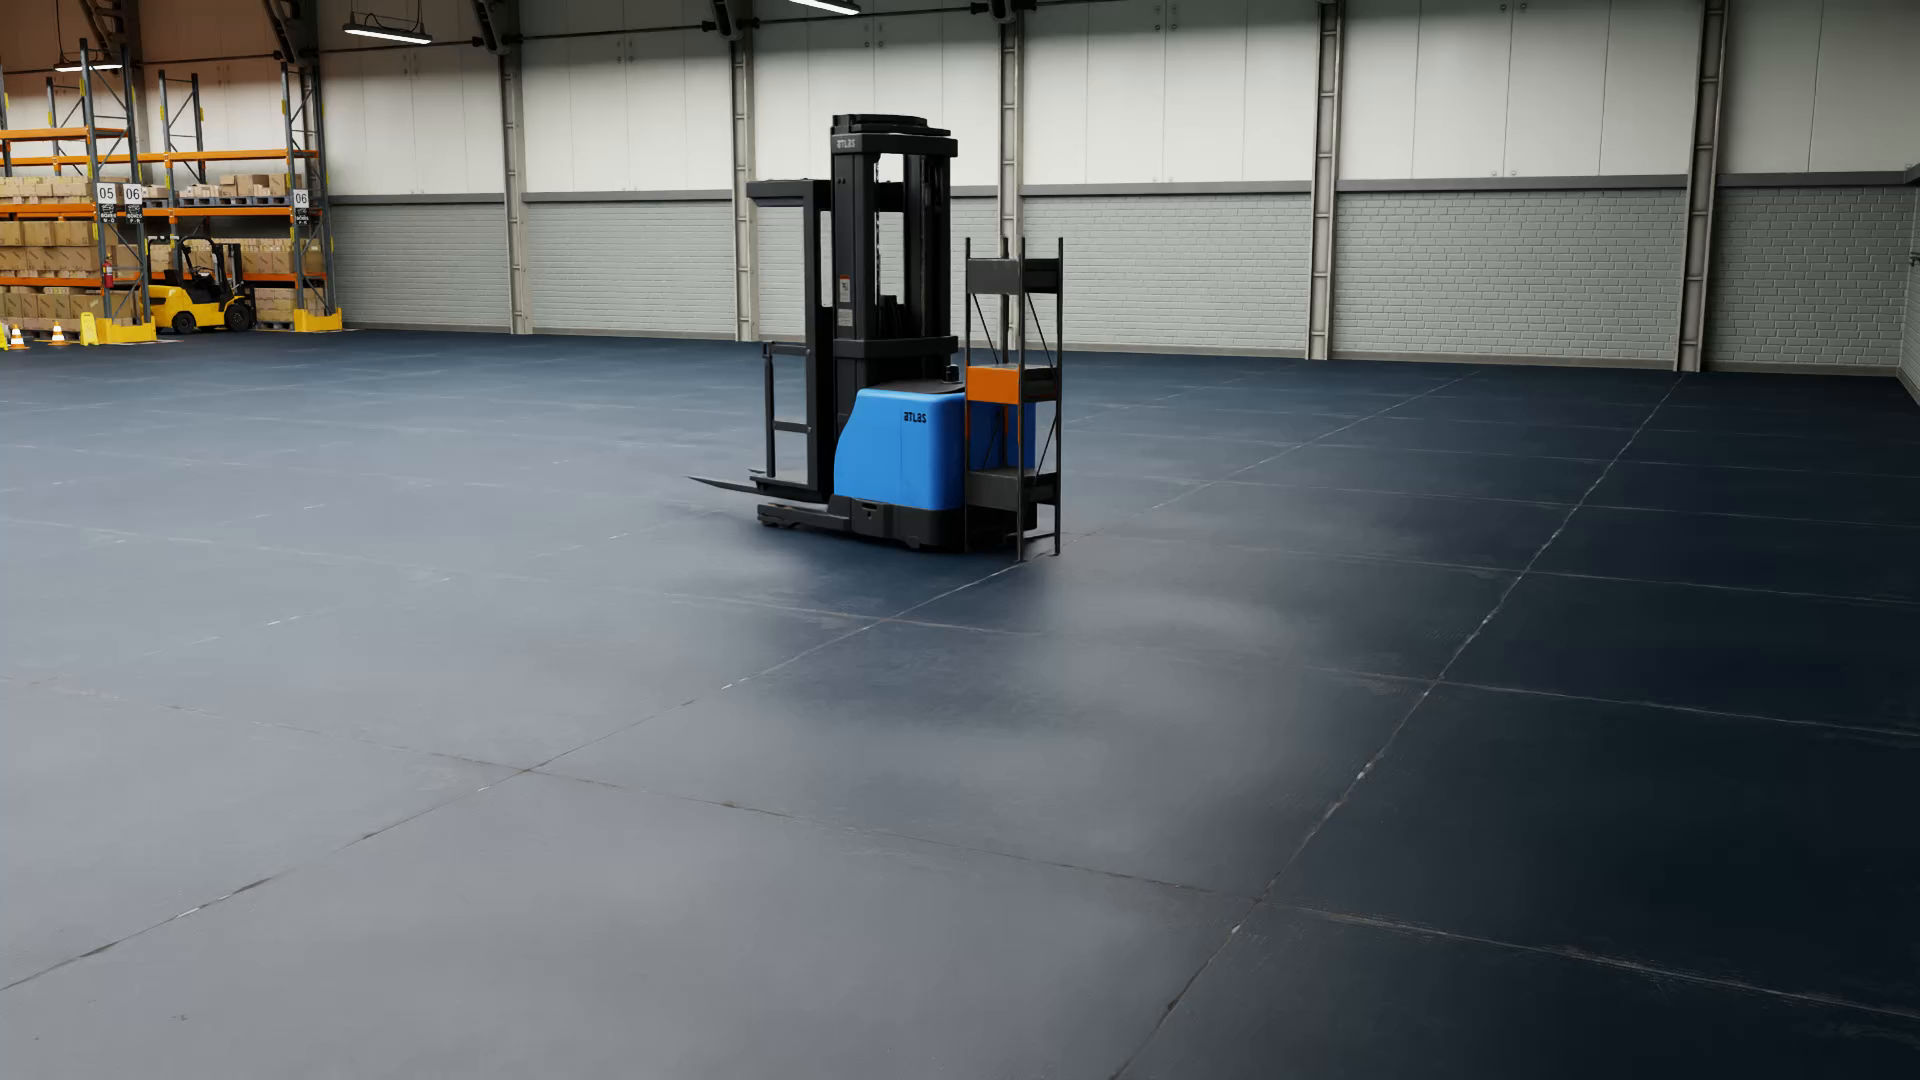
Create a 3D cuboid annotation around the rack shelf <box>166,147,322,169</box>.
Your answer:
[{"bbox_3d":[-16.755,-8.927,38.928,4.000,0.370,1.077,5,11,26],"label":"rack shelf"}]

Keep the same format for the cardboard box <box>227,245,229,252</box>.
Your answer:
[{"bbox_3d":[-17.001,-6.859,39.105,0.250,0.149,0.380,5,11,25],"label":"cardboard box"}]

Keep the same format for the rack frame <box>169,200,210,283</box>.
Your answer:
[{"bbox_3d":[-18.548,-6.683,40.233,0.127,3.000,1.000,5,11,26],"label":"rack frame"}]

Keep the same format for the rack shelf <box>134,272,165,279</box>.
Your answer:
[{"bbox_3d":[-20.342,-6.487,41.168,4.000,0.370,1.077,5,11,26],"label":"rack shelf"}]

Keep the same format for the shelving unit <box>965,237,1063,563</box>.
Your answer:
[{"bbox_3d":[0.352,-0.938,11.019,0.503,2.100,0.431,10,14,44],"label":"shelving unit"}]

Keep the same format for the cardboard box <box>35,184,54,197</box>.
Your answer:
[{"bbox_3d":[-18.650,-7.201,34.256,0.500,0.250,0.500,5,12,27],"label":"cardboard box"}]

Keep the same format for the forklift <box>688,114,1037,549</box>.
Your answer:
[{"bbox_3d":[-0.857,-1.580,12.232,3.031,2.935,1.130,10,14,44],"label":"forklift"}]

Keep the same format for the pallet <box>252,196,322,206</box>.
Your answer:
[{"bbox_3d":[-15.584,-7.860,38.563,1.213,0.211,1.003,5,11,26],"label":"pallet"}]

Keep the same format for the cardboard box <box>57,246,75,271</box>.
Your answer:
[{"bbox_3d":[-18.210,-5.809,34.290,0.500,0.500,0.500,5,11,26],"label":"cardboard box"}]

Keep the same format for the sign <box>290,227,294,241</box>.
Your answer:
[{"bbox_3d":[-15.214,-6.969,37.895,0.005,0.325,0.100,5,11,26],"label":"sign"}]

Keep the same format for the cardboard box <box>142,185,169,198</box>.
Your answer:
[{"bbox_3d":[-19.305,-8.389,40.028,0.500,0.311,0.500,5,11,24],"label":"cardboard box"}]

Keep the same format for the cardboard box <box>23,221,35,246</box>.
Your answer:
[{"bbox_3d":[-19.048,-6.394,34.713,0.500,0.500,0.700,5,11,25],"label":"cardboard box"}]

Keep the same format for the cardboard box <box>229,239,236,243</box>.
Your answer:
[{"bbox_3d":[-16.972,-7.020,39.156,0.250,0.149,0.380,5,11,26],"label":"cardboard box"}]

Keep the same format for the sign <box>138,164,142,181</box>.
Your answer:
[{"bbox_3d":[-16.914,-7.568,34.244,0.005,0.325,0.100,5,11,26],"label":"sign"}]

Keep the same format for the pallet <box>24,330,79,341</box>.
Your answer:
[{"bbox_3d":[-19.025,-4.375,35.309,1.213,0.211,1.003,5,11,26],"label":"pallet"}]

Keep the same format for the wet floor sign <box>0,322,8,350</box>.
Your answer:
[{"bbox_3d":[-18.351,-3.932,31.642,0.232,0.644,0.267,3,11,16],"label":"wet floor sign"}]

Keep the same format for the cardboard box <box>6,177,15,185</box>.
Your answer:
[{"bbox_3d":[-19.655,-7.483,34.699,0.250,0.149,0.380,5,11,24],"label":"cardboard box"}]

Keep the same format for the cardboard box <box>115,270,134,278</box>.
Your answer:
[{"bbox_3d":[-17.367,-5.511,34.463,0.250,0.149,0.380,5,11,26],"label":"cardboard box"}]

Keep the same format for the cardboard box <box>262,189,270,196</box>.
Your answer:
[{"bbox_3d":[-15.838,-7.993,38.293,0.250,0.149,0.380,5,11,24],"label":"cardboard box"}]

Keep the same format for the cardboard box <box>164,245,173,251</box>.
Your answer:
[{"bbox_3d":[-18.953,-7.043,40.119,0.250,0.149,0.380,5,12,28],"label":"cardboard box"}]

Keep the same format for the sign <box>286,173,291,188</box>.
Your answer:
[{"bbox_3d":[-15.214,-8.155,37.680,0.005,0.325,0.100,5,11,26],"label":"sign"}]

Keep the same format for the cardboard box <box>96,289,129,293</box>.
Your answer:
[{"bbox_3d":[-20.992,-5.935,41.588,0.625,0.625,0.875,5,12,28],"label":"cardboard box"}]

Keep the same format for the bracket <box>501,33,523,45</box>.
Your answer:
[{"bbox_3d":[-9.591,-10.728,35.629,0.430,0.232,0.235,5,11,26],"label":"bracket"}]

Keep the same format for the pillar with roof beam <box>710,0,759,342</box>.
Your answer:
[{"bbox_3d":[-6.330,-7.885,30.032,0.548,9.000,9.100,5,11,26],"label":"pillar with roof beam"}]

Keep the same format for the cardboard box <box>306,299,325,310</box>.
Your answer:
[{"bbox_3d":[-15.291,-5.538,39.043,0.500,0.250,0.500,5,12,27],"label":"cardboard box"}]

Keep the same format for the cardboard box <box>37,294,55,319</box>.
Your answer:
[{"bbox_3d":[-18.907,-4.900,34.819,0.500,0.500,0.500,5,11,24],"label":"cardboard box"}]

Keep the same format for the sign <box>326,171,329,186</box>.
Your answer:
[{"bbox_3d":[-14.710,-8.401,38.627,0.005,0.325,0.100,5,11,26],"label":"sign"}]

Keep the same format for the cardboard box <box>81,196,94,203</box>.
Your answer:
[{"bbox_3d":[-17.598,-6.911,33.774,0.250,0.149,0.380,5,11,26],"label":"cardboard box"}]

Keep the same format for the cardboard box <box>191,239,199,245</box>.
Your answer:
[{"bbox_3d":[-18.111,-7.122,39.721,0.250,0.149,0.380,5,11,27],"label":"cardboard box"}]

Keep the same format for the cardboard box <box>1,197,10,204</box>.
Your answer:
[{"bbox_3d":[-19.882,-7.121,34.937,0.250,0.149,0.380,5,12,28],"label":"cardboard box"}]

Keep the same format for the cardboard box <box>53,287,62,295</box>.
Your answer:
[{"bbox_3d":[-18.571,-5.177,34.524,0.250,0.149,0.380,5,12,27],"label":"cardboard box"}]

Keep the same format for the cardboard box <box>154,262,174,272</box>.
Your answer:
[{"bbox_3d":[-19.116,-6.607,40.235,0.500,0.250,0.500,5,12,27],"label":"cardboard box"}]

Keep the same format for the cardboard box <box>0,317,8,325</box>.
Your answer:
[{"bbox_3d":[-20.331,-4.654,35.564,0.500,0.250,0.500,4,11,23],"label":"cardboard box"}]

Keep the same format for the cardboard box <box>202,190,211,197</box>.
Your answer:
[{"bbox_3d":[-17.591,-8.147,39.144,0.250,0.149,0.380,5,12,28],"label":"cardboard box"}]

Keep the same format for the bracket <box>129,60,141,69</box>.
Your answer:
[{"bbox_3d":[-20.352,-11.673,40.854,0.430,0.232,0.235,5,11,26],"label":"bracket"}]

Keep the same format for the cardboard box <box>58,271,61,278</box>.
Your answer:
[{"bbox_3d":[-18.492,-5.530,34.570,0.250,0.149,0.380,5,11,27],"label":"cardboard box"}]

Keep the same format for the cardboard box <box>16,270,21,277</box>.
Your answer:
[{"bbox_3d":[-19.640,-5.622,35.074,0.250,0.149,0.380,5,11,26],"label":"cardboard box"}]

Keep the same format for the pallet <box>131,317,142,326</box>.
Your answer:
[{"bbox_3d":[-20.324,-5.459,41.298,1.213,0.211,1.003,5,11,26],"label":"pallet"}]

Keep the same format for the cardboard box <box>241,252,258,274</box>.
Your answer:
[{"bbox_3d":[-16.439,-6.496,38.922,0.500,0.500,0.500,5,11,25],"label":"cardboard box"}]

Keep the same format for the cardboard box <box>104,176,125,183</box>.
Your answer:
[{"bbox_3d":[-17.382,-7.380,34.129,0.250,0.149,0.380,5,11,25],"label":"cardboard box"}]

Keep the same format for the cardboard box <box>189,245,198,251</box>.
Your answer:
[{"bbox_3d":[-18.146,-6.964,39.684,0.250,0.149,0.380,5,12,27],"label":"cardboard box"}]

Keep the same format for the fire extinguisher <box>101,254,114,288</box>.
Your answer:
[{"bbox_3d":[-17.255,-5.454,33.660,0.183,0.674,0.296,5,11,26],"label":"fire extinguisher"}]

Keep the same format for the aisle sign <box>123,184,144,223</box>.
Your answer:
[{"bbox_3d":[-16.961,-6.899,34.125,0.004,0.787,0.394,5,11,26],"label":"aisle sign"}]

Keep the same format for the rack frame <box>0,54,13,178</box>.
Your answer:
[{"bbox_3d":[-20.741,-8.842,35.317,0.127,3.000,1.000,5,11,26],"label":"rack frame"}]

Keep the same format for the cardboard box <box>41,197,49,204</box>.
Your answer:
[{"bbox_3d":[-18.734,-7.016,34.356,0.250,0.149,0.380,5,11,24],"label":"cardboard box"}]

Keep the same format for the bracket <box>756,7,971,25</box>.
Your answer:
[{"bbox_3d":[-1.884,-10.050,31.887,4.783,0.066,0.076,5,11,26],"label":"bracket"}]

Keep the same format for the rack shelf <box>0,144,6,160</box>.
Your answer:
[{"bbox_3d":[-22.535,-8.449,36.288,4.000,0.370,1.077,5,11,26],"label":"rack shelf"}]

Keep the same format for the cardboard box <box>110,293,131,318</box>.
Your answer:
[{"bbox_3d":[-17.776,-4.907,34.856,0.500,0.500,0.500,5,11,24],"label":"cardboard box"}]

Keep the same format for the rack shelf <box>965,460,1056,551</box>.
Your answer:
[{"bbox_3d":[0.352,-0.236,11.146,0.480,0.518,0.431,10,14,44],"label":"rack shelf"}]

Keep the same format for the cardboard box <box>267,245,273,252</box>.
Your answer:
[{"bbox_3d":[-15.844,-6.764,38.581,0.250,0.149,0.380,5,12,27],"label":"cardboard box"}]

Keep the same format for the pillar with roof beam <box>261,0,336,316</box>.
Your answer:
[{"bbox_3d":[-17.091,-8.831,35.257,0.548,9.000,9.100,5,11,26],"label":"pillar with roof beam"}]

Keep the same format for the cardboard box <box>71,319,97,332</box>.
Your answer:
[{"bbox_3d":[-18.019,-4.451,34.442,0.500,0.250,0.500,5,11,26],"label":"cardboard box"}]

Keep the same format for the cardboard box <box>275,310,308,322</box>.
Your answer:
[{"bbox_3d":[-15.522,-5.208,38.625,0.500,0.250,0.500,5,11,26],"label":"cardboard box"}]

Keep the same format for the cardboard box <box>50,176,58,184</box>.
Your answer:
[{"bbox_3d":[-18.460,-7.391,34.191,0.250,0.149,0.380,5,11,26],"label":"cardboard box"}]

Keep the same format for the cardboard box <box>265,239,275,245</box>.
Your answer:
[{"bbox_3d":[-15.857,-6.908,38.538,0.250,0.149,0.380,5,12,27],"label":"cardboard box"}]
